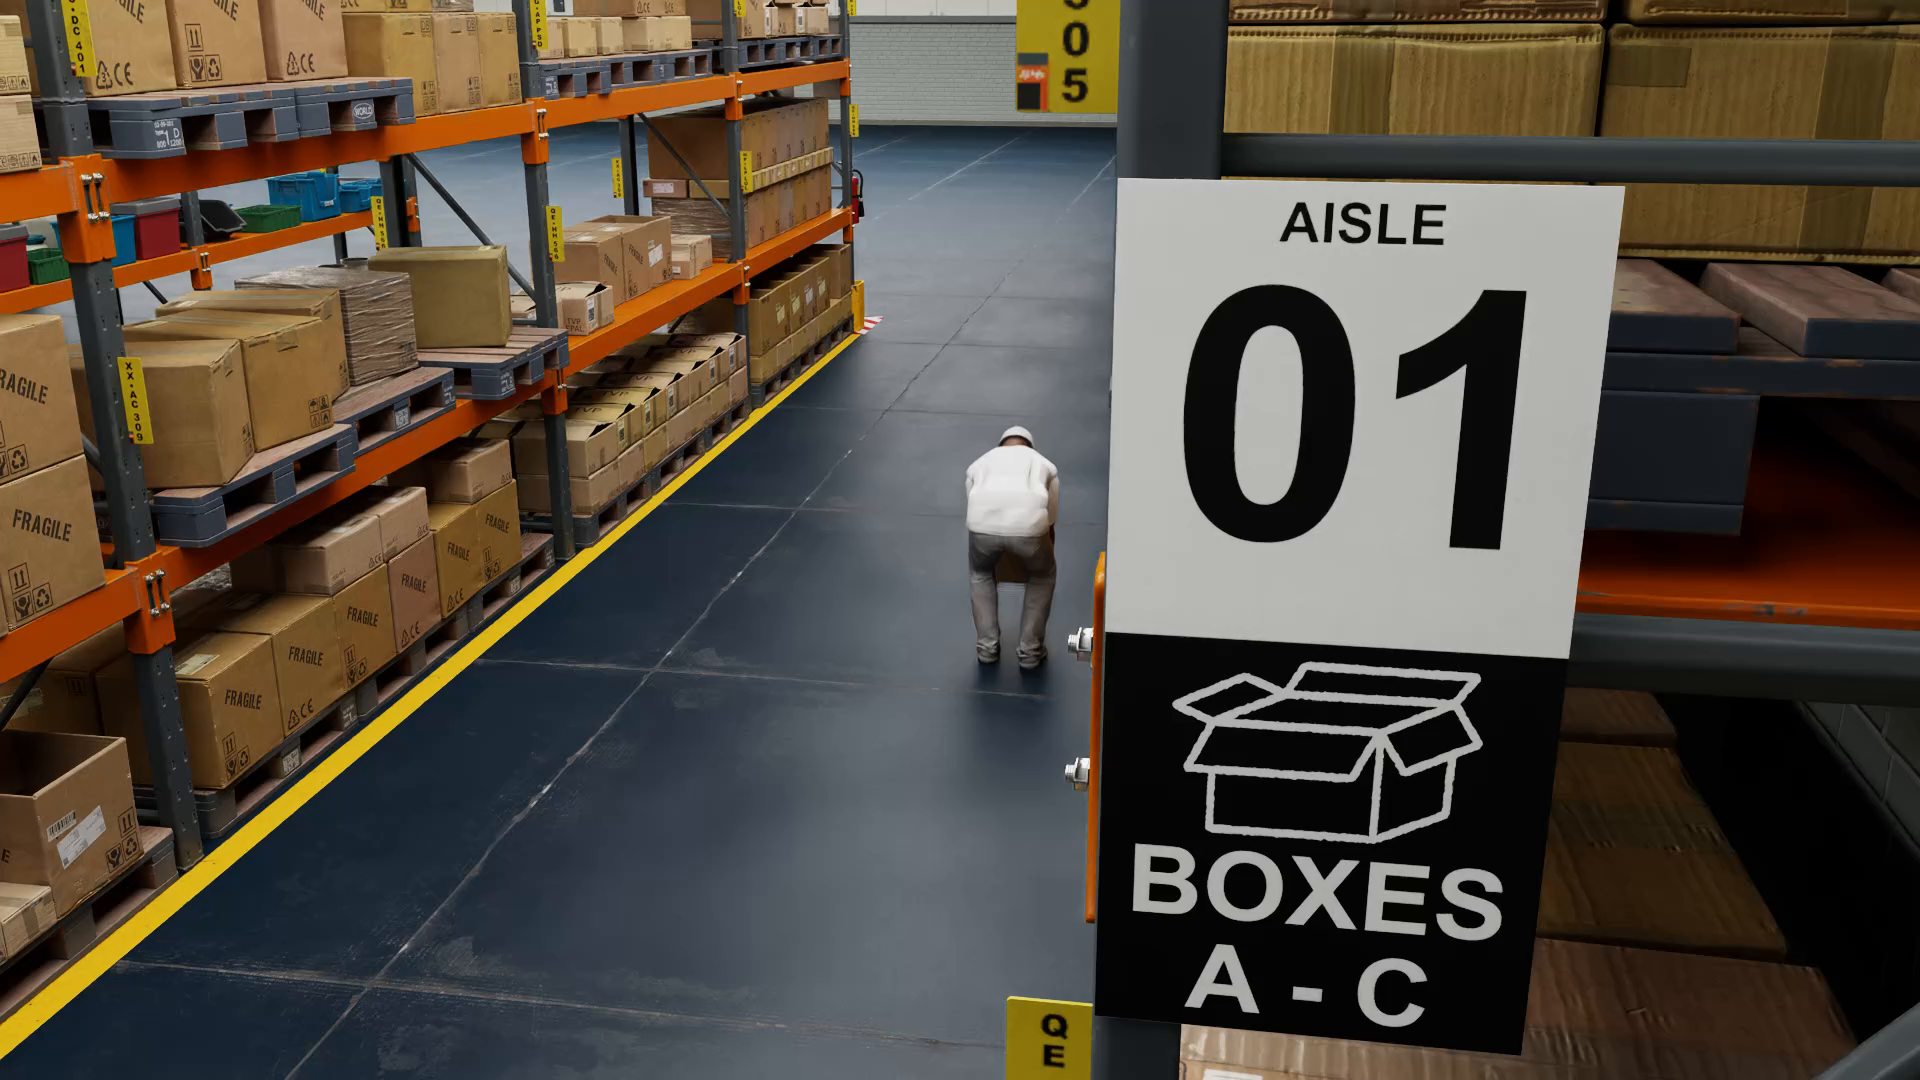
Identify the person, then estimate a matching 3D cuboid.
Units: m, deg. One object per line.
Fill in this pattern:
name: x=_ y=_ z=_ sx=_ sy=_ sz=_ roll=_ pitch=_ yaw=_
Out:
person: x=0.271 y=0.035 z=8.919 sx=0.511 sy=1.143 sz=0.959 roll=2 pitch=18 yaw=7
